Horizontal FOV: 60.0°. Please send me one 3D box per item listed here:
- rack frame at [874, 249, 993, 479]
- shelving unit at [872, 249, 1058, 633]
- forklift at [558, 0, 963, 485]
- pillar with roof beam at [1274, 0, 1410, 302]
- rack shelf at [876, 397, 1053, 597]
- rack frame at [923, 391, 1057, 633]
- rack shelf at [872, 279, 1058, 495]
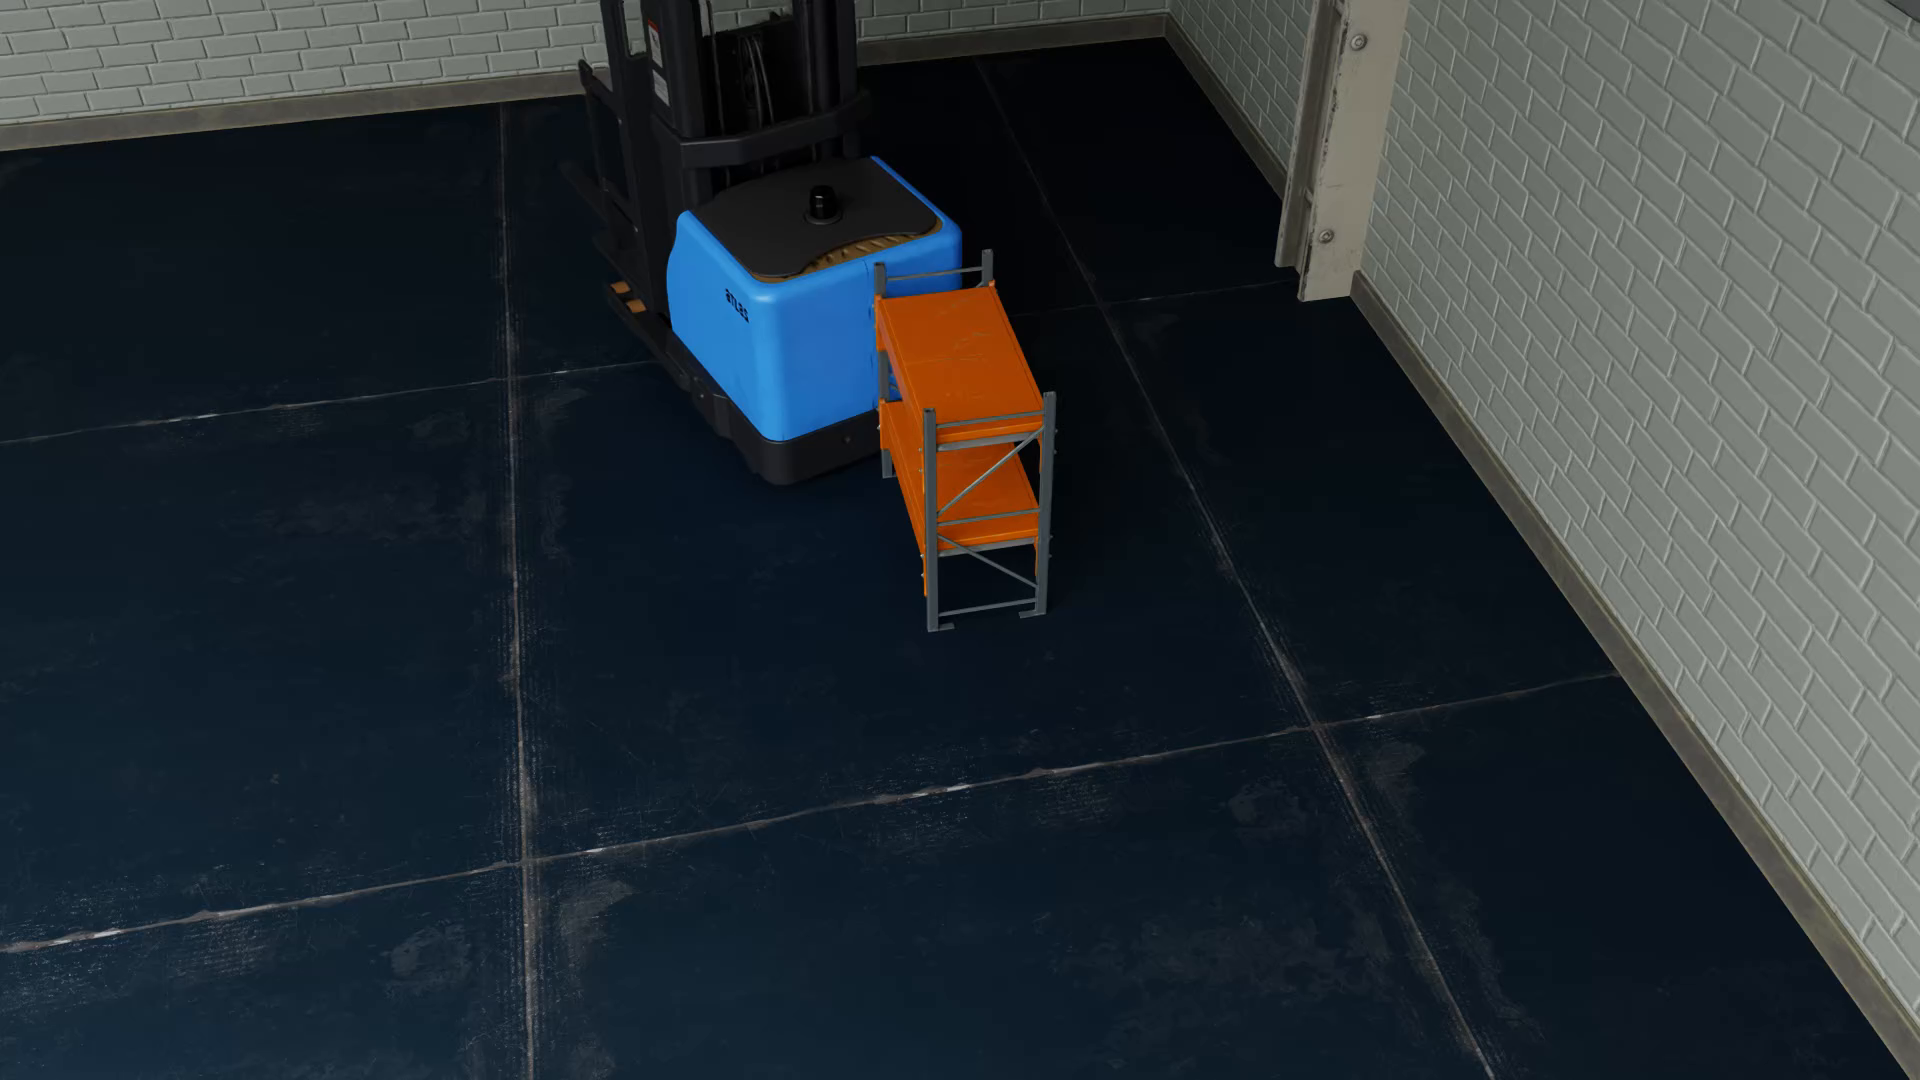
[{"bbox_3d":[-0.108,-0.746,7.243,0.500,1.125,0.032,-8,42,-9],"label":"rack frame"},{"bbox_3d":[0.001,-0.416,6.872,0.538,1.125,1.048,-8,42,-9],"label":"shelving unit"},{"bbox_3d":[-1.171,-2.298,7.631,1.130,2.935,3.031,-22,46,-23],"label":"forklift"},{"bbox_3d":[-2.325,-4.138,5.133,9.100,9.000,0.400,-8,42,-9],"label":"pillar with roof beam"},{"bbox_3d":[0.001,-0.233,7.034,0.538,0.278,1.000,-8,42,-9],"label":"rack shelf"},{"bbox_3d":[0.111,-0.087,6.500,0.500,1.125,0.032,-8,42,-9],"label":"rack frame"},{"bbox_3d":[0.001,-0.635,6.677,0.538,0.278,1.000,-8,42,-9],"label":"rack shelf"}]
